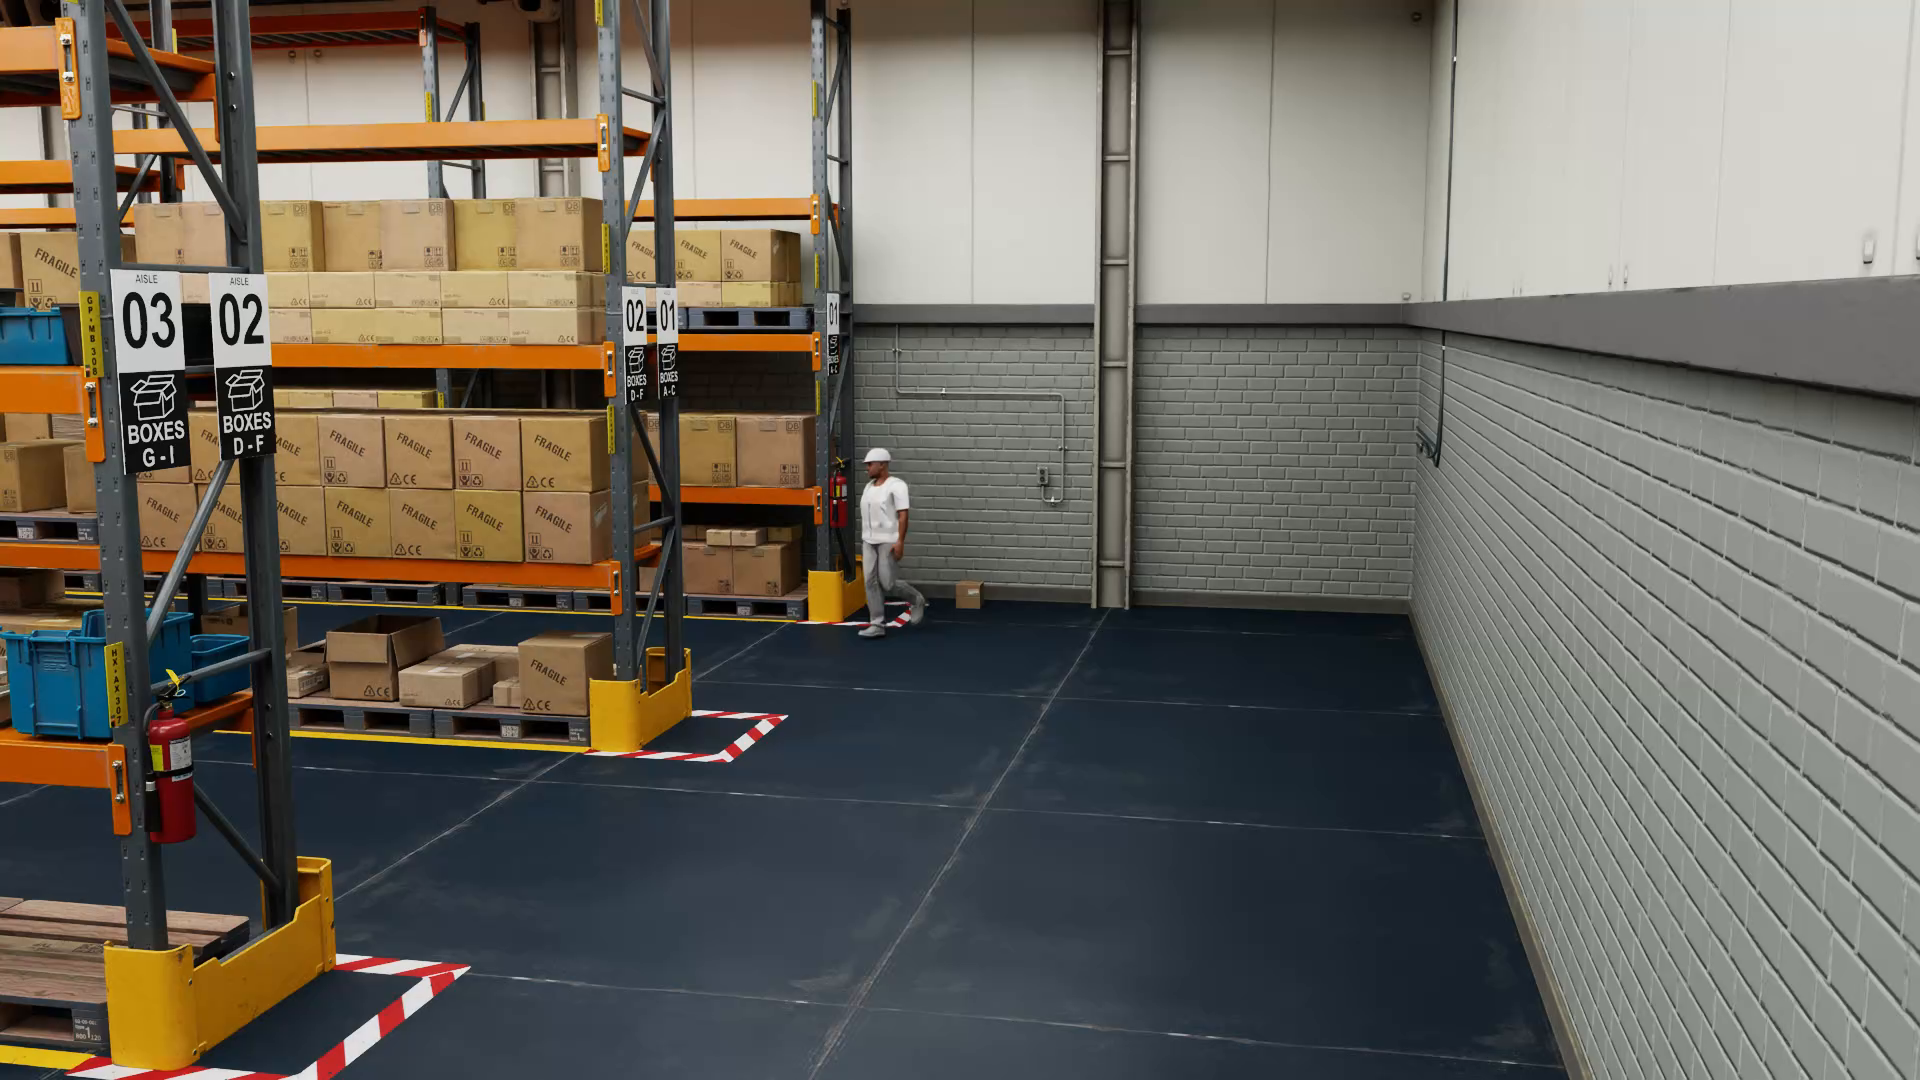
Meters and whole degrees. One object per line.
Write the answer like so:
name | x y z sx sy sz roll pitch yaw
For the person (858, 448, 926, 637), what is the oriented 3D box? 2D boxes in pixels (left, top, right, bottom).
person | -0.698 0.018 15.570 0.586 1.739 0.737 8 11 44
